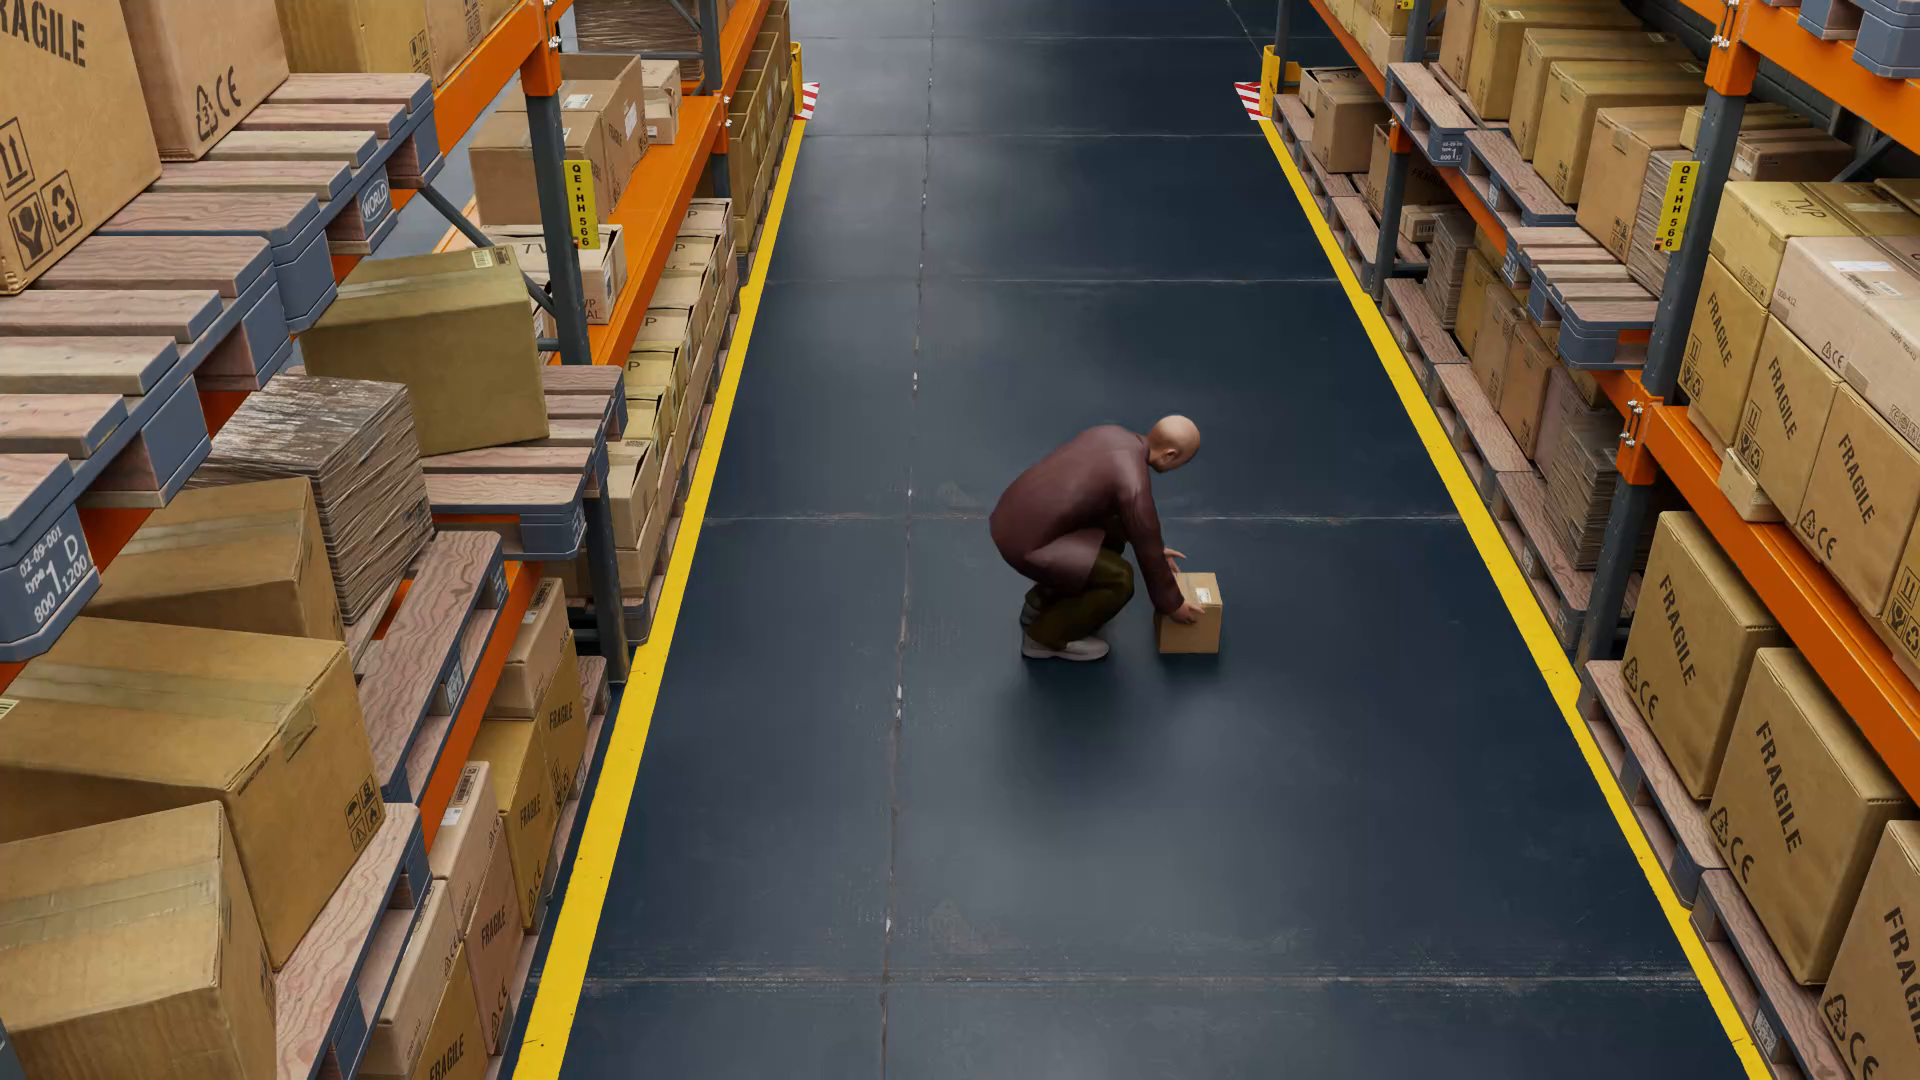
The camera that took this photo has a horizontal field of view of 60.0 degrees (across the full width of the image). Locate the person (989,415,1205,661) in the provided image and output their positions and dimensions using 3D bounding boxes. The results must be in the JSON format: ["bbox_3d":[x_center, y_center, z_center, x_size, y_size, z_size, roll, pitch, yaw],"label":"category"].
[{"bbox_3d":[0.568,-0.029,6.934,0.896,1.016,0.610,0,31,0],"label":"person"}]
